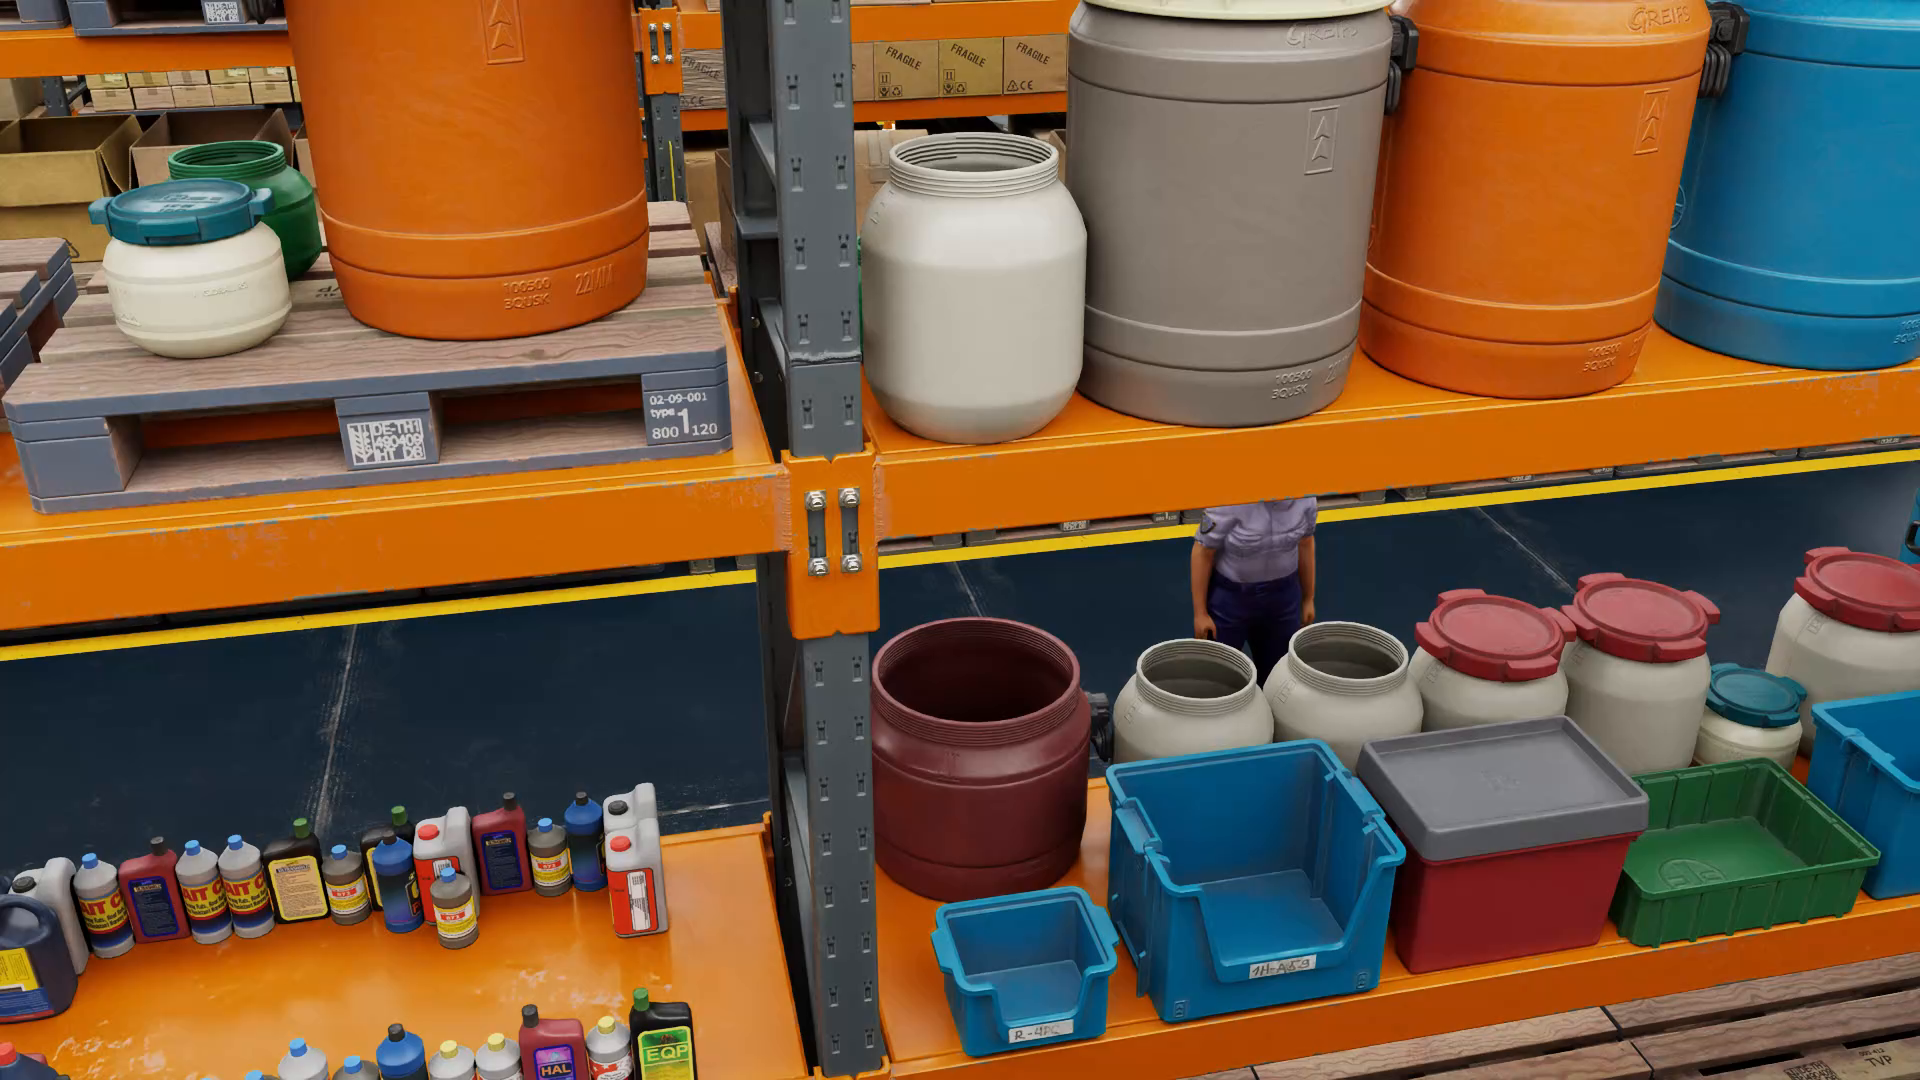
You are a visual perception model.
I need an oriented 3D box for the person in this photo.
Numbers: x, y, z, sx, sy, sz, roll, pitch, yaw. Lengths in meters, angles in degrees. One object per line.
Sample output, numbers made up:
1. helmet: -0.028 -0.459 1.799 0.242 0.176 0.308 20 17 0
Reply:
1. person: 1.150 0.279 6.574 0.564 1.653 0.419 -7 28 -14
